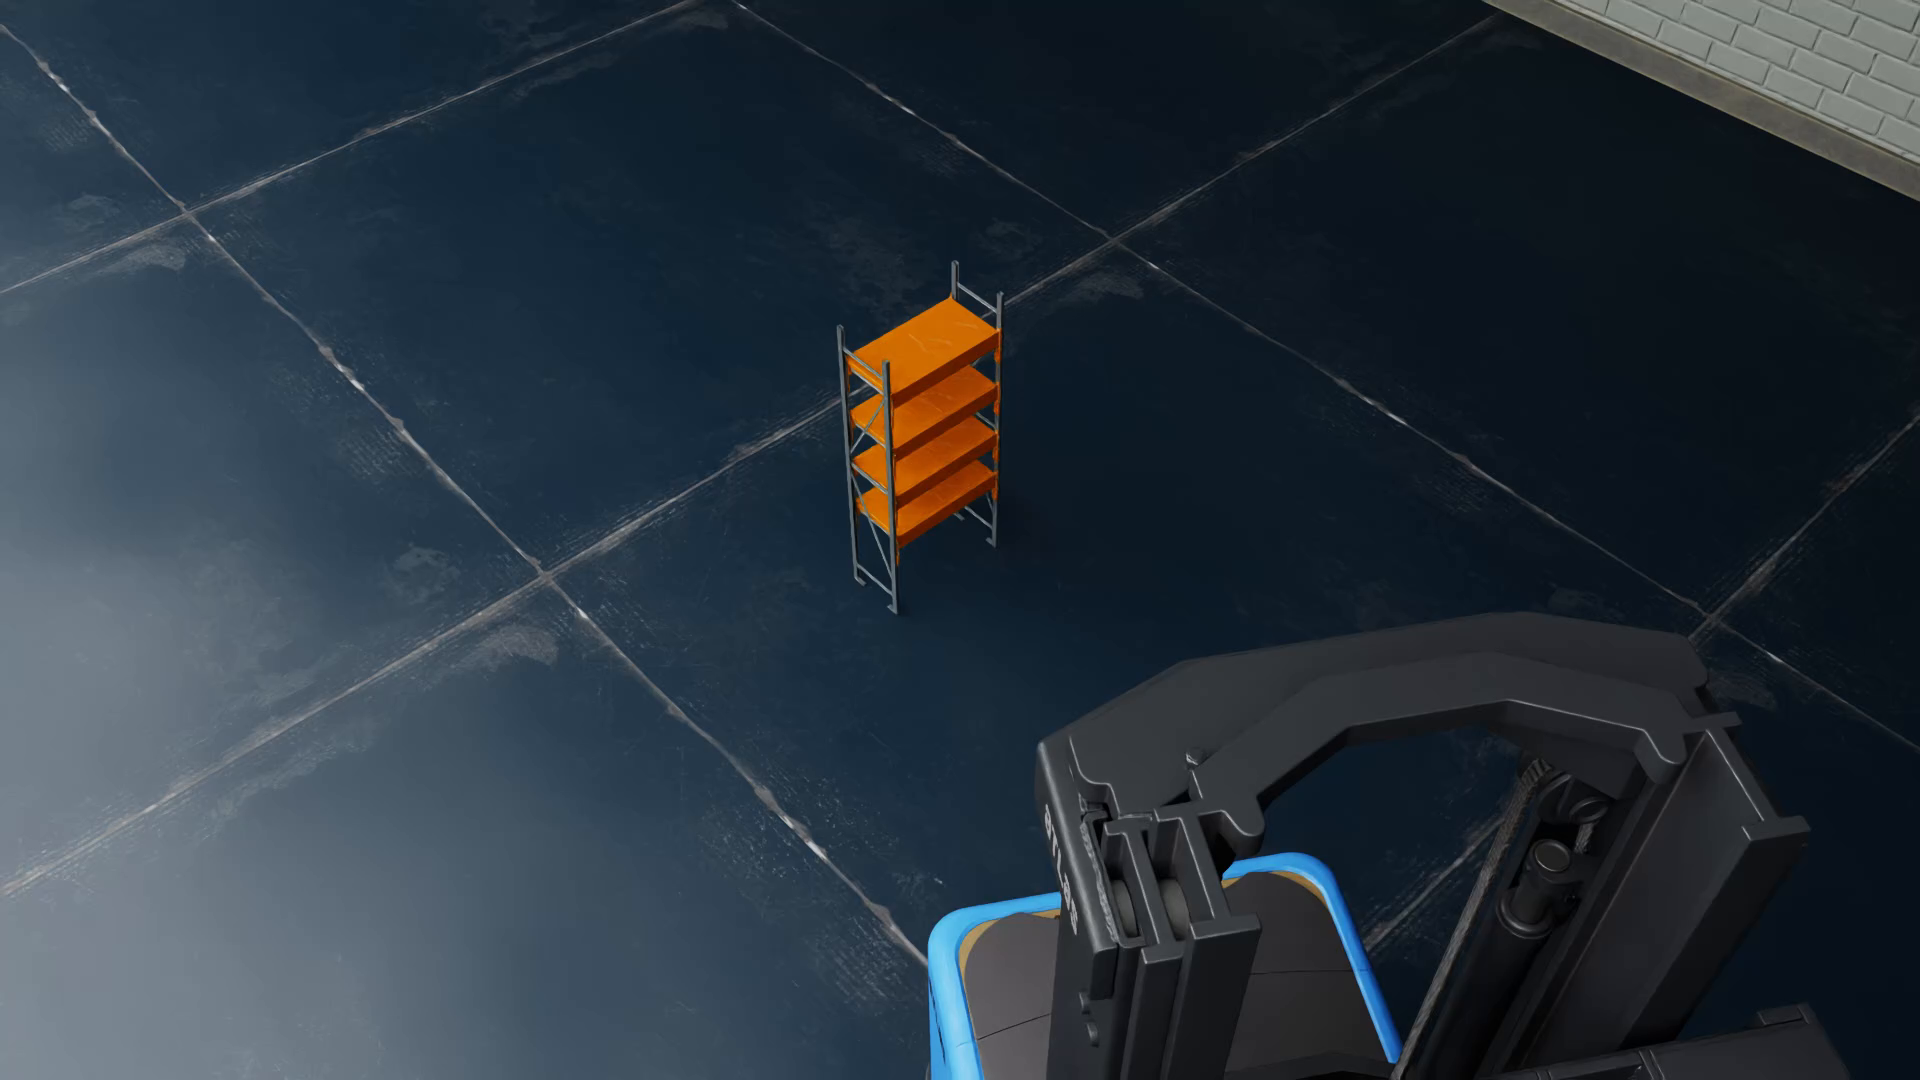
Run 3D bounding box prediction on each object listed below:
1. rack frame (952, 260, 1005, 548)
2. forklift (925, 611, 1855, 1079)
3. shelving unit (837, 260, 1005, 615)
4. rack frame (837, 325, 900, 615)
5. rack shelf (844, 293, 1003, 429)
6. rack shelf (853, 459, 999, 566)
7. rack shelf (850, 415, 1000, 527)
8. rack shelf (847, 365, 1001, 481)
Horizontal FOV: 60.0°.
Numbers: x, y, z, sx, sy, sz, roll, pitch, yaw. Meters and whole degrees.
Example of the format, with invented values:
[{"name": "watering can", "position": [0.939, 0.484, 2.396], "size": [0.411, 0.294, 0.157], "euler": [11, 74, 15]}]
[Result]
[{"name": "rack frame", "position": [0.058, -0.446, 5.845], "size": [0.015, 1.200, 0.240], "euler": [-34, 56, -27]}, {"name": "forklift", "position": [0.693, 1.625, 2.756], "size": [1.130, 2.935, 3.031], "euler": [-8, 48, -7]}, {"name": "shelving unit", "position": [-0.122, -0.325, 5.734], "size": [0.503, 1.200, 0.258], "euler": [-34, 56, -27]}, {"name": "rack frame", "position": [-0.303, -0.204, 5.622], "size": [0.015, 1.200, 0.240], "euler": [-34, 56, -27]}, {"name": "rack shelf", "position": [-0.122, -0.592, 5.445], "size": [0.480, 0.148, 0.258], "euler": [-34, 56, -27]}, {"name": "rack shelf", "position": [-0.122, -0.145, 5.929], "size": [0.480, 0.148, 0.258], "euler": [-34, 56, -27]}, {"name": "rack shelf", "position": [-0.122, -0.279, 5.783], "size": [0.480, 0.148, 0.258], "euler": [-34, 56, -27]}, {"name": "rack shelf", "position": [-0.122, -0.431, 5.619], "size": [0.480, 0.148, 0.258], "euler": [-34, 56, -27]}]
